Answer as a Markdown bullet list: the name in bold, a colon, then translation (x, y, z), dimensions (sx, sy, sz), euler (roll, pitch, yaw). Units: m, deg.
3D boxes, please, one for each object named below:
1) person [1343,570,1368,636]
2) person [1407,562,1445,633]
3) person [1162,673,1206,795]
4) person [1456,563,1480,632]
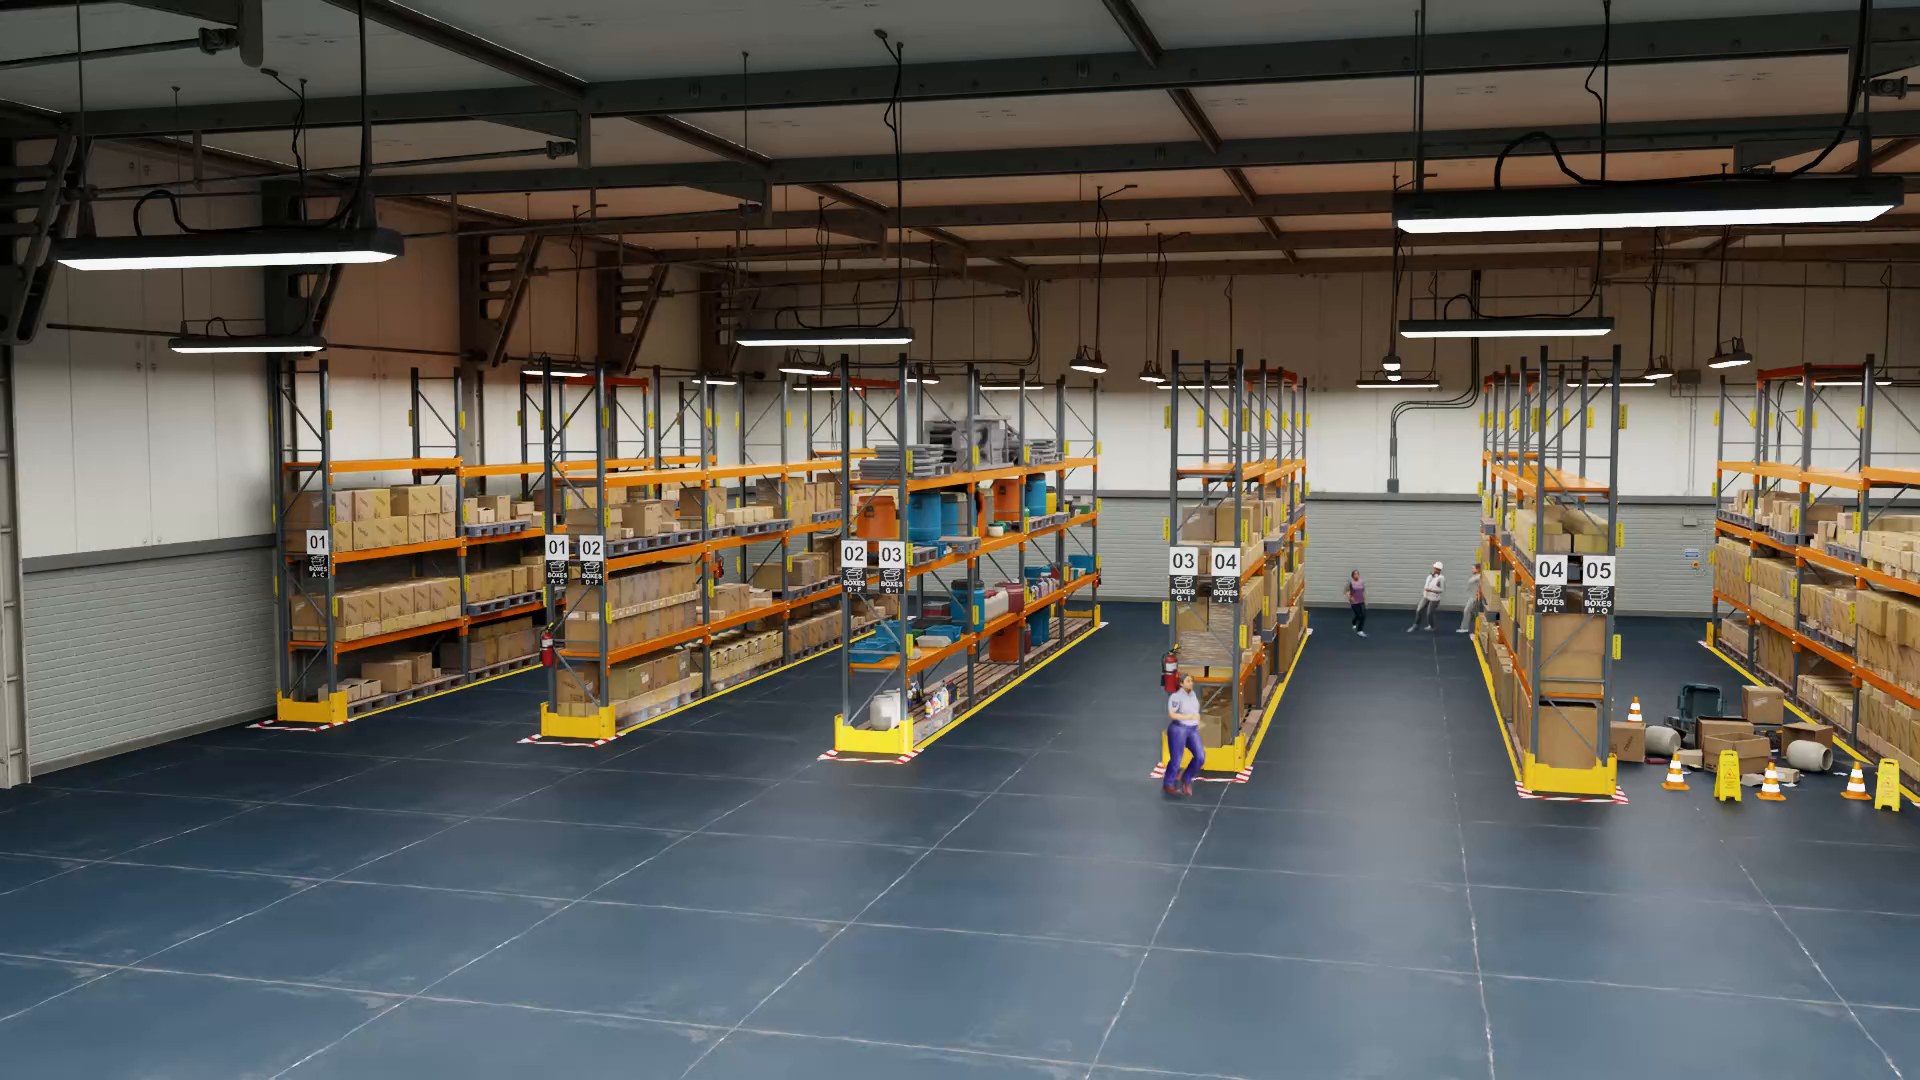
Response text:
- **person**: translation (9.211, 1.464, 38.645), dimensions (0.558, 1.549, 0.580), euler (-1, 4, -15)
- **person**: translation (11.049, 1.348, 39.021), dimensions (0.656, 1.719, 0.883), euler (-3, 5, -35)
- **person**: translation (3.032, 2.606, 22.206), dimensions (0.633, 1.662, 0.631), euler (-3, 5, -33)
- **person**: translation (12.128, 1.355, 39.038), dimensions (0.856, 1.626, 0.625), euler (0, 4, 0)
